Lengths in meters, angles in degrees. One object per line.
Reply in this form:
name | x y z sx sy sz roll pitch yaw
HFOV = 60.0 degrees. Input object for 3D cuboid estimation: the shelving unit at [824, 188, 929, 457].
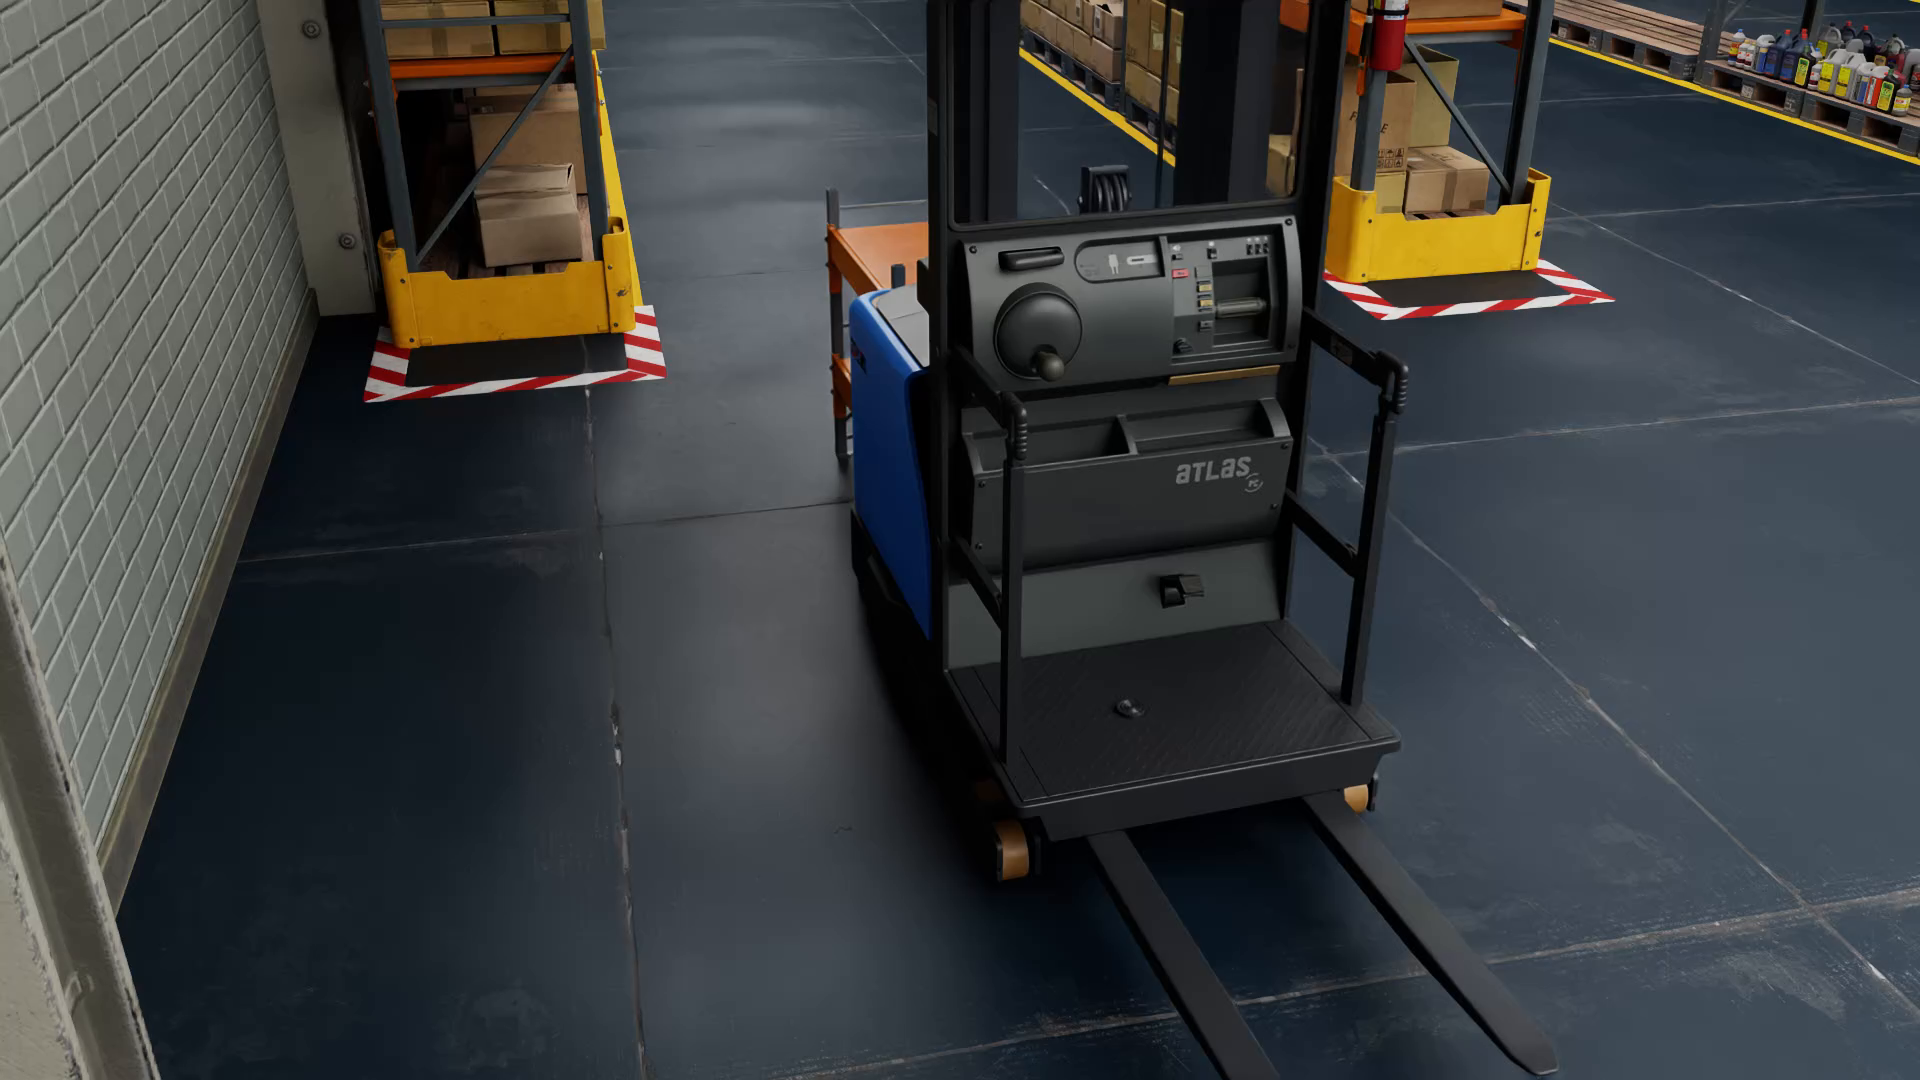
shelving unit | -0.132 -0.668 6.325 0.538 1.125 1.048 -8 28 -15

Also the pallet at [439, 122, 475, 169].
pallet | -2.926 -2.586 11.140 1.003 0.211 1.213 -6 27 -12

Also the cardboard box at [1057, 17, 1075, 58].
cardboard box | 1.110 -4.187 13.801 0.500 0.250 0.500 -5 27 -10

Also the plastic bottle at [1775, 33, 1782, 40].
plastic bottle | 6.388 -3.800 12.976 0.061 0.283 0.133 -6 27 -12

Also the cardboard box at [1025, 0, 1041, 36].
cardboard box | 0.881 -4.635 14.690 0.500 0.250 0.500 -7 28 -13

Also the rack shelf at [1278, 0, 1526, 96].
rack shelf | 2.164 -3.428 10.511 1.077 0.370 4.000 -6 27 -12

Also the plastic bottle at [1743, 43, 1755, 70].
plastic bottle | 6.231 -3.802 13.071 0.097 0.201 0.097 0 27 0

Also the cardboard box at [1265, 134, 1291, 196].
cardboard box | 2.082 -2.255 9.974 0.500 0.250 0.500 -6 27 -12

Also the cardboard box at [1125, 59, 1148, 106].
cardboard box | 1.523 -3.353 12.149 0.500 0.250 0.500 -6 27 -12

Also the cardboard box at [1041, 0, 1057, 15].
cardboard box | 1.000 -4.654 14.105 0.500 0.311 0.500 -6 27 -12

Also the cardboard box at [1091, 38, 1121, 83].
cardboard box | 1.338 -3.740 12.916 0.500 0.250 0.500 -6 27 -12

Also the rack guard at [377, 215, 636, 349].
rack guard | -2.228 -1.284 8.239 1.175 0.500 0.348 -6 27 -12

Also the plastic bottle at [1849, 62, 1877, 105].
plastic bottle | 6.539 -3.289 11.972 0.152 0.276 0.135 -7 28 -13

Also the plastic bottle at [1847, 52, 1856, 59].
plastic bottle | 6.595 -3.469 12.329 0.152 0.276 0.135 -6 27 -12

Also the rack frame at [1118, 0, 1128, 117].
rack frame | 1.713 -4.627 12.089 1.000 3.000 0.127 -6 27 -12

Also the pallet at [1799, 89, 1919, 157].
pallet | 6.929 -3.048 12.055 1.003 0.211 1.213 -6 27 -12

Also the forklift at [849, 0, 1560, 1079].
forklift | 0.525 -0.597 4.180 1.130 2.935 3.031 -8 28 -15

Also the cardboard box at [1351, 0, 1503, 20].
cardboard box | 2.522 -3.122 8.996 0.700 0.500 0.500 -6 27 -12

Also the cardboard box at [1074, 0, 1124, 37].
cardboard box | 1.219 -4.214 13.233 0.500 0.311 0.500 -5 27 -10

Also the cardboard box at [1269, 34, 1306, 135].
cardboard box | 1.964 -2.809 10.239 0.500 0.500 0.500 -6 27 -12

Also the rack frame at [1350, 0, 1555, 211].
rack frame | 2.615 -2.871 8.610 1.000 3.000 0.127 -6 27 -12

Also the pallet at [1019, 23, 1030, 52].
pallet | 0.959 -4.773 15.472 1.003 0.211 1.213 -6 27 -12

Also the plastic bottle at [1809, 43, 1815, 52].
plastic bottle | 6.468 -3.659 12.710 0.097 0.271 0.097 0 27 0

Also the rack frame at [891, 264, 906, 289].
rack frame | 0.012 -0.448 5.890 0.500 1.125 0.032 -8 28 -15

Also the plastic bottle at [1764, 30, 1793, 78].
plastic bottle | 6.318 -3.746 12.794 0.144 0.351 0.185 -5 27 -10

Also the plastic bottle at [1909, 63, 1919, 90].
plastic bottle | 7.168 -3.475 12.424 0.097 0.201 0.097 0 27 0

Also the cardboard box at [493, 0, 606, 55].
cardboard box | -2.011 -2.555 8.127 0.500 0.250 0.500 -7 28 -13

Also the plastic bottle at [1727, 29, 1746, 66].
plastic bottle | 6.185 -3.923 13.232 0.097 0.271 0.097 0 27 0

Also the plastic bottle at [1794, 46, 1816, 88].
plastic bottle | 6.357 -3.556 12.493 0.061 0.283 0.133 -5 27 -9

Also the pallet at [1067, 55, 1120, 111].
pallet | 1.509 -3.702 13.350 1.003 0.211 1.213 -6 27 -12

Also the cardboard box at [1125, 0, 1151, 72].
cardboard box | 1.513 -3.687 11.978 0.500 0.500 0.500 -6 27 -12

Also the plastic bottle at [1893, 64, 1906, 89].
plastic bottle | 6.674 -3.243 11.872 0.061 0.283 0.133 -6 27 -12

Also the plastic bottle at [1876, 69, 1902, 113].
plastic bottle | 6.557 -3.168 11.723 0.061 0.283 0.133 -5 27 -10

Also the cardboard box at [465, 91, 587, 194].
cardboard box | -2.524 -2.337 9.838 0.700 0.500 0.500 -8 28 -15

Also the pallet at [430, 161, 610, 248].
pallet | -2.648 -2.050 10.077 1.003 0.211 1.213 -6 27 -12

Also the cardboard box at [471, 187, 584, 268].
cardboard box | -2.279 -1.676 8.736 0.500 0.311 0.500 -9 28 -17

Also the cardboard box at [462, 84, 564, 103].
cardboard box | -3.294 -3.525 12.190 0.700 0.500 0.500 -5 27 -10

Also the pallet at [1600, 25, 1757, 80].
pallet | 6.325 -4.225 14.386 1.003 0.211 1.213 -6 27 -12

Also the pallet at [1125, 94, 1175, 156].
pallet | 1.852 -3.029 12.017 1.003 0.211 1.213 -6 27 -12

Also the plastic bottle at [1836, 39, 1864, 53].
plastic bottle | 6.871 -3.745 12.876 0.152 0.276 0.135 -6 27 -12

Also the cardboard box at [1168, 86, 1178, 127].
cardboard box | 1.738 -2.913 11.277 0.500 0.250 0.500 -6 27 -12

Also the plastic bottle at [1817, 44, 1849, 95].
plastic bottle | 6.456 -3.476 12.260 0.144 0.351 0.185 -6 27 -12

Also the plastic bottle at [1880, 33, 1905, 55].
plastic bottle | 7.082 -3.663 12.630 0.144 0.351 0.185 -6 27 -12

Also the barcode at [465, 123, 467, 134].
barcode | -3.213 -2.674 10.816 0.001 0.075 0.075 -6 27 -12

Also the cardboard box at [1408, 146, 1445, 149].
cardboard box | 2.594 -2.308 10.080 0.500 0.250 0.500 -6 27 -12

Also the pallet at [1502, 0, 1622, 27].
pallet | 5.775 -5.296 16.508 1.003 0.211 1.213 -6 27 -12

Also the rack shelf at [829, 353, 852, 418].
rack shelf | -0.132 -0.450 6.435 0.538 0.278 1.000 -8 28 -15

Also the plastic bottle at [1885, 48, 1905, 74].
plastic bottle | 7.011 -3.550 12.481 0.061 0.283 0.133 -6 27 -12

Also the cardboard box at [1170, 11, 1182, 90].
cardboard box | 1.738 -3.248 11.109 0.500 0.500 0.500 -6 27 -12

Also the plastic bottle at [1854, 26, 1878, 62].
plastic bottle | 7.009 -3.805 12.911 0.144 0.351 0.185 -7 28 -14

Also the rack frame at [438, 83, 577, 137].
rack frame | -3.112 -4.123 11.089 1.000 3.000 0.127 -6 27 -12

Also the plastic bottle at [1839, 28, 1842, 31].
plastic bottle | 6.970 -3.935 13.243 0.061 0.283 0.133 -5 27 -9
